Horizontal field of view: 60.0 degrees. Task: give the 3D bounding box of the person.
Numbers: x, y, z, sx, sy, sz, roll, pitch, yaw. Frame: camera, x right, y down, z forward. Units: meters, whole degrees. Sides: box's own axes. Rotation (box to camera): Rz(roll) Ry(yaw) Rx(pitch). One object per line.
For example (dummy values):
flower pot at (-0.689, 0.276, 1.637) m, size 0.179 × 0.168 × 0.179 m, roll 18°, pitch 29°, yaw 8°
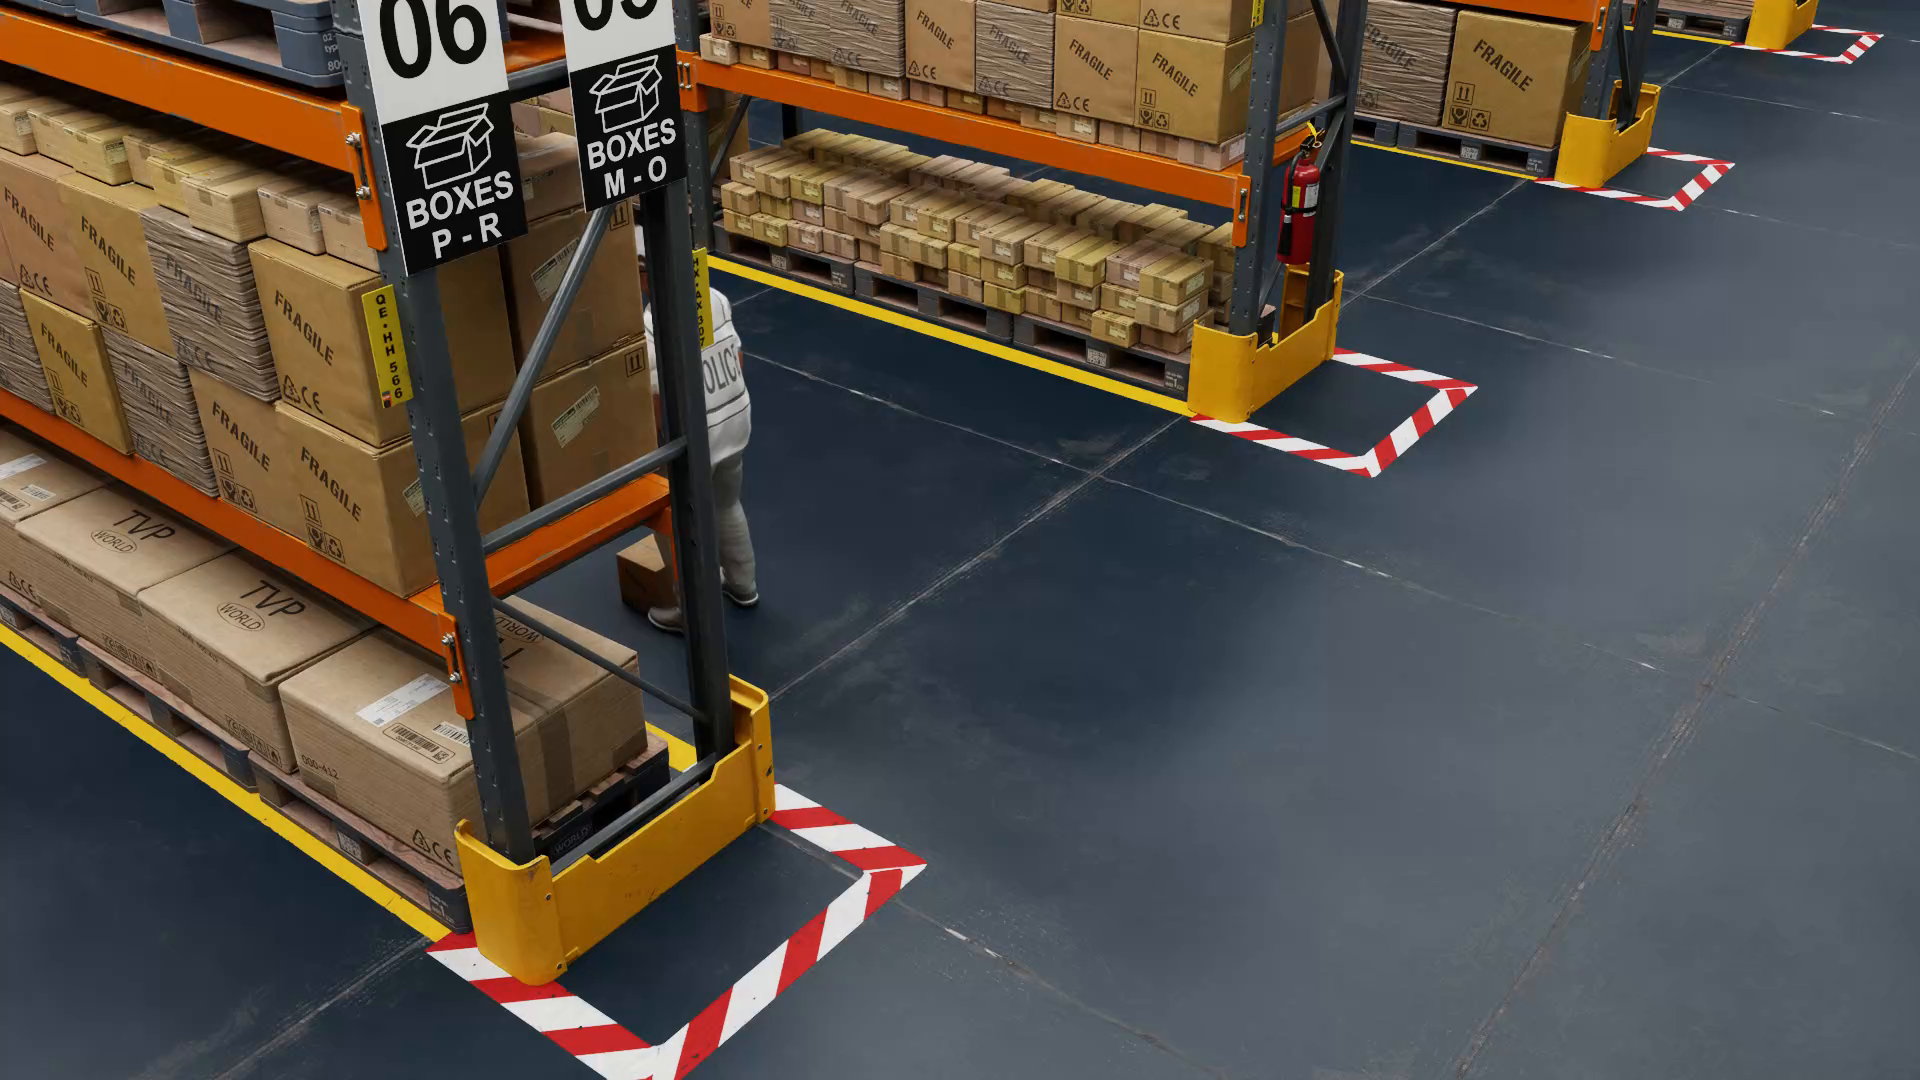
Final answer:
person at (-1.096, -0.417, 6.827) m, size 0.434 × 1.748 × 0.595 m, roll 20°, pitch 36°, yaw 30°
